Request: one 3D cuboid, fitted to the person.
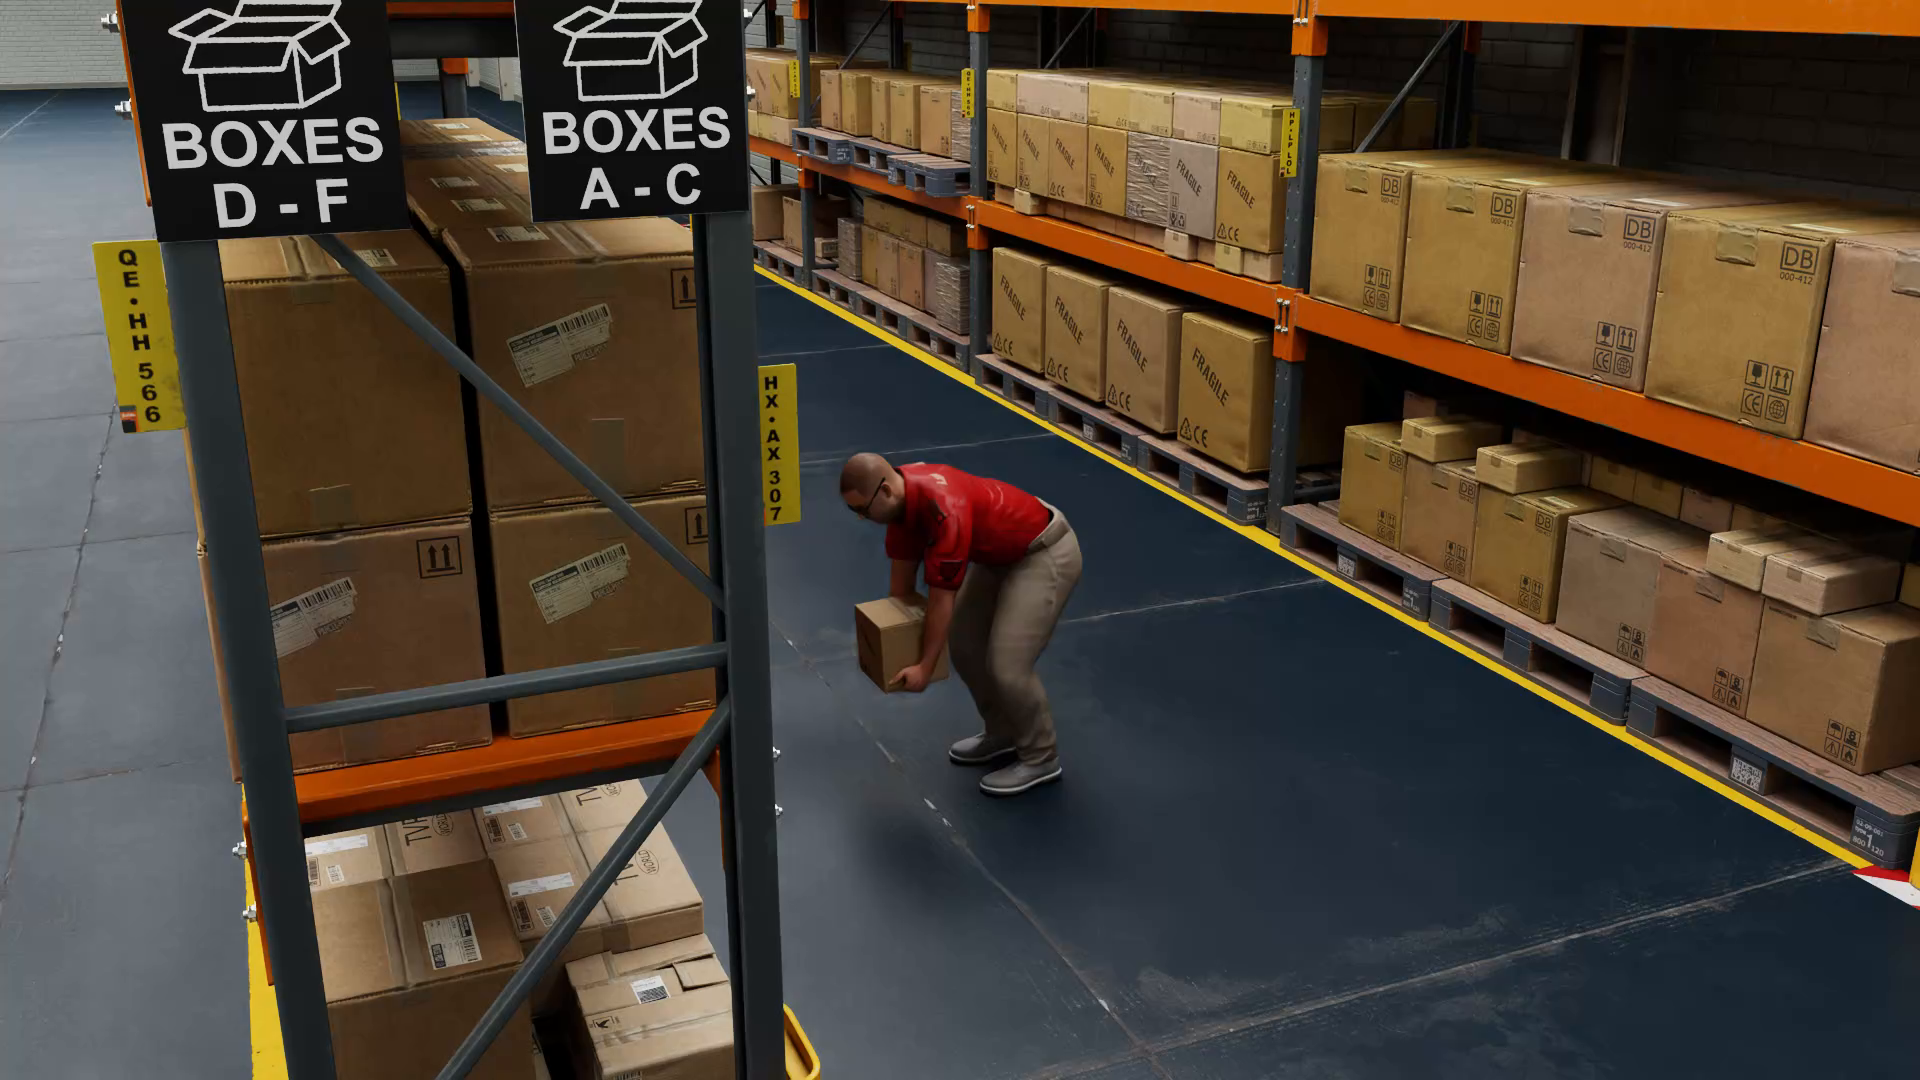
[{"bbox_3d":[-0.004,0.271,5.962,0.898,1.301,0.494,-9,21,-24],"label":"person"}]
